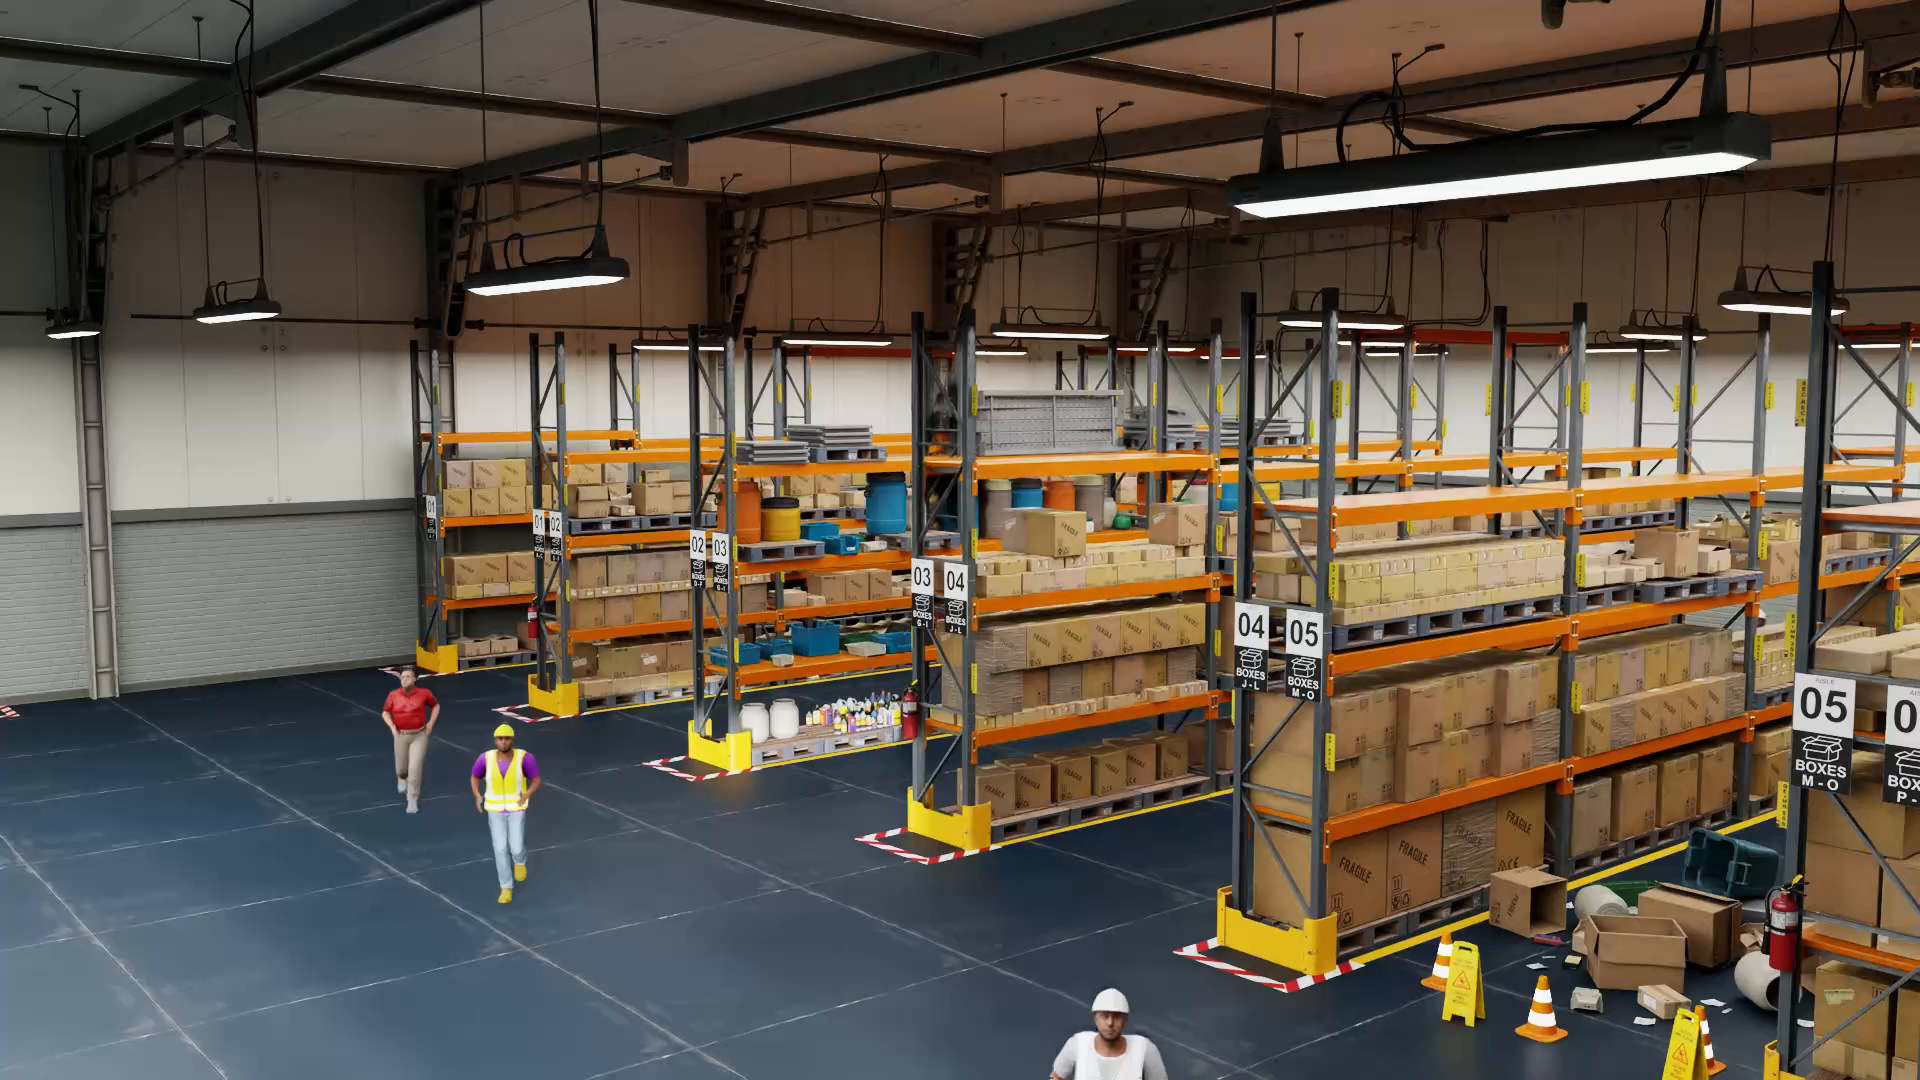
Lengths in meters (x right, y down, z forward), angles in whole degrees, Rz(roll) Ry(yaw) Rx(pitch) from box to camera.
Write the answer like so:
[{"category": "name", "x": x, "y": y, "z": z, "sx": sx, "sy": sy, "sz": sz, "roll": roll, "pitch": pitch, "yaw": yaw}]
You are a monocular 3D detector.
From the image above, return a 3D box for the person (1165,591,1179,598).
[{"category": "person", "x": 4.050, "y": 1.363, "z": 32.329, "sx": 0.539, "sy": 1.581, "sz": 0.891, "roll": 5, "pitch": 7, "yaw": 41}]

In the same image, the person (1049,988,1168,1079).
[{"category": "person", "x": 0.847, "y": 3.421, "z": 9.493, "sx": 0.696, "sy": 1.748, "sz": 0.818, "roll": 1, "pitch": 5, "yaw": 7}]

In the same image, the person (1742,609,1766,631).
[{"category": "person", "x": 12.010, "y": 1.957, "z": 25.131, "sx": 0.629, "sy": 1.834, "sz": 0.779, "roll": 4, "pitch": 7, "yaw": 39}]

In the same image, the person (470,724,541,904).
[{"category": "person", "x": -4.617, "y": 2.734, "z": 16.904, "sx": 0.707, "sy": 1.752, "sz": 0.777, "roll": -1, "pitch": 5, "yaw": -11}]

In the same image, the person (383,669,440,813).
[{"category": "person", "x": -6.724, "y": 2.452, "z": 20.344, "sx": 0.670, "sy": 1.723, "sz": 0.534, "roll": -1, "pitch": 5, "yaw": -11}]
